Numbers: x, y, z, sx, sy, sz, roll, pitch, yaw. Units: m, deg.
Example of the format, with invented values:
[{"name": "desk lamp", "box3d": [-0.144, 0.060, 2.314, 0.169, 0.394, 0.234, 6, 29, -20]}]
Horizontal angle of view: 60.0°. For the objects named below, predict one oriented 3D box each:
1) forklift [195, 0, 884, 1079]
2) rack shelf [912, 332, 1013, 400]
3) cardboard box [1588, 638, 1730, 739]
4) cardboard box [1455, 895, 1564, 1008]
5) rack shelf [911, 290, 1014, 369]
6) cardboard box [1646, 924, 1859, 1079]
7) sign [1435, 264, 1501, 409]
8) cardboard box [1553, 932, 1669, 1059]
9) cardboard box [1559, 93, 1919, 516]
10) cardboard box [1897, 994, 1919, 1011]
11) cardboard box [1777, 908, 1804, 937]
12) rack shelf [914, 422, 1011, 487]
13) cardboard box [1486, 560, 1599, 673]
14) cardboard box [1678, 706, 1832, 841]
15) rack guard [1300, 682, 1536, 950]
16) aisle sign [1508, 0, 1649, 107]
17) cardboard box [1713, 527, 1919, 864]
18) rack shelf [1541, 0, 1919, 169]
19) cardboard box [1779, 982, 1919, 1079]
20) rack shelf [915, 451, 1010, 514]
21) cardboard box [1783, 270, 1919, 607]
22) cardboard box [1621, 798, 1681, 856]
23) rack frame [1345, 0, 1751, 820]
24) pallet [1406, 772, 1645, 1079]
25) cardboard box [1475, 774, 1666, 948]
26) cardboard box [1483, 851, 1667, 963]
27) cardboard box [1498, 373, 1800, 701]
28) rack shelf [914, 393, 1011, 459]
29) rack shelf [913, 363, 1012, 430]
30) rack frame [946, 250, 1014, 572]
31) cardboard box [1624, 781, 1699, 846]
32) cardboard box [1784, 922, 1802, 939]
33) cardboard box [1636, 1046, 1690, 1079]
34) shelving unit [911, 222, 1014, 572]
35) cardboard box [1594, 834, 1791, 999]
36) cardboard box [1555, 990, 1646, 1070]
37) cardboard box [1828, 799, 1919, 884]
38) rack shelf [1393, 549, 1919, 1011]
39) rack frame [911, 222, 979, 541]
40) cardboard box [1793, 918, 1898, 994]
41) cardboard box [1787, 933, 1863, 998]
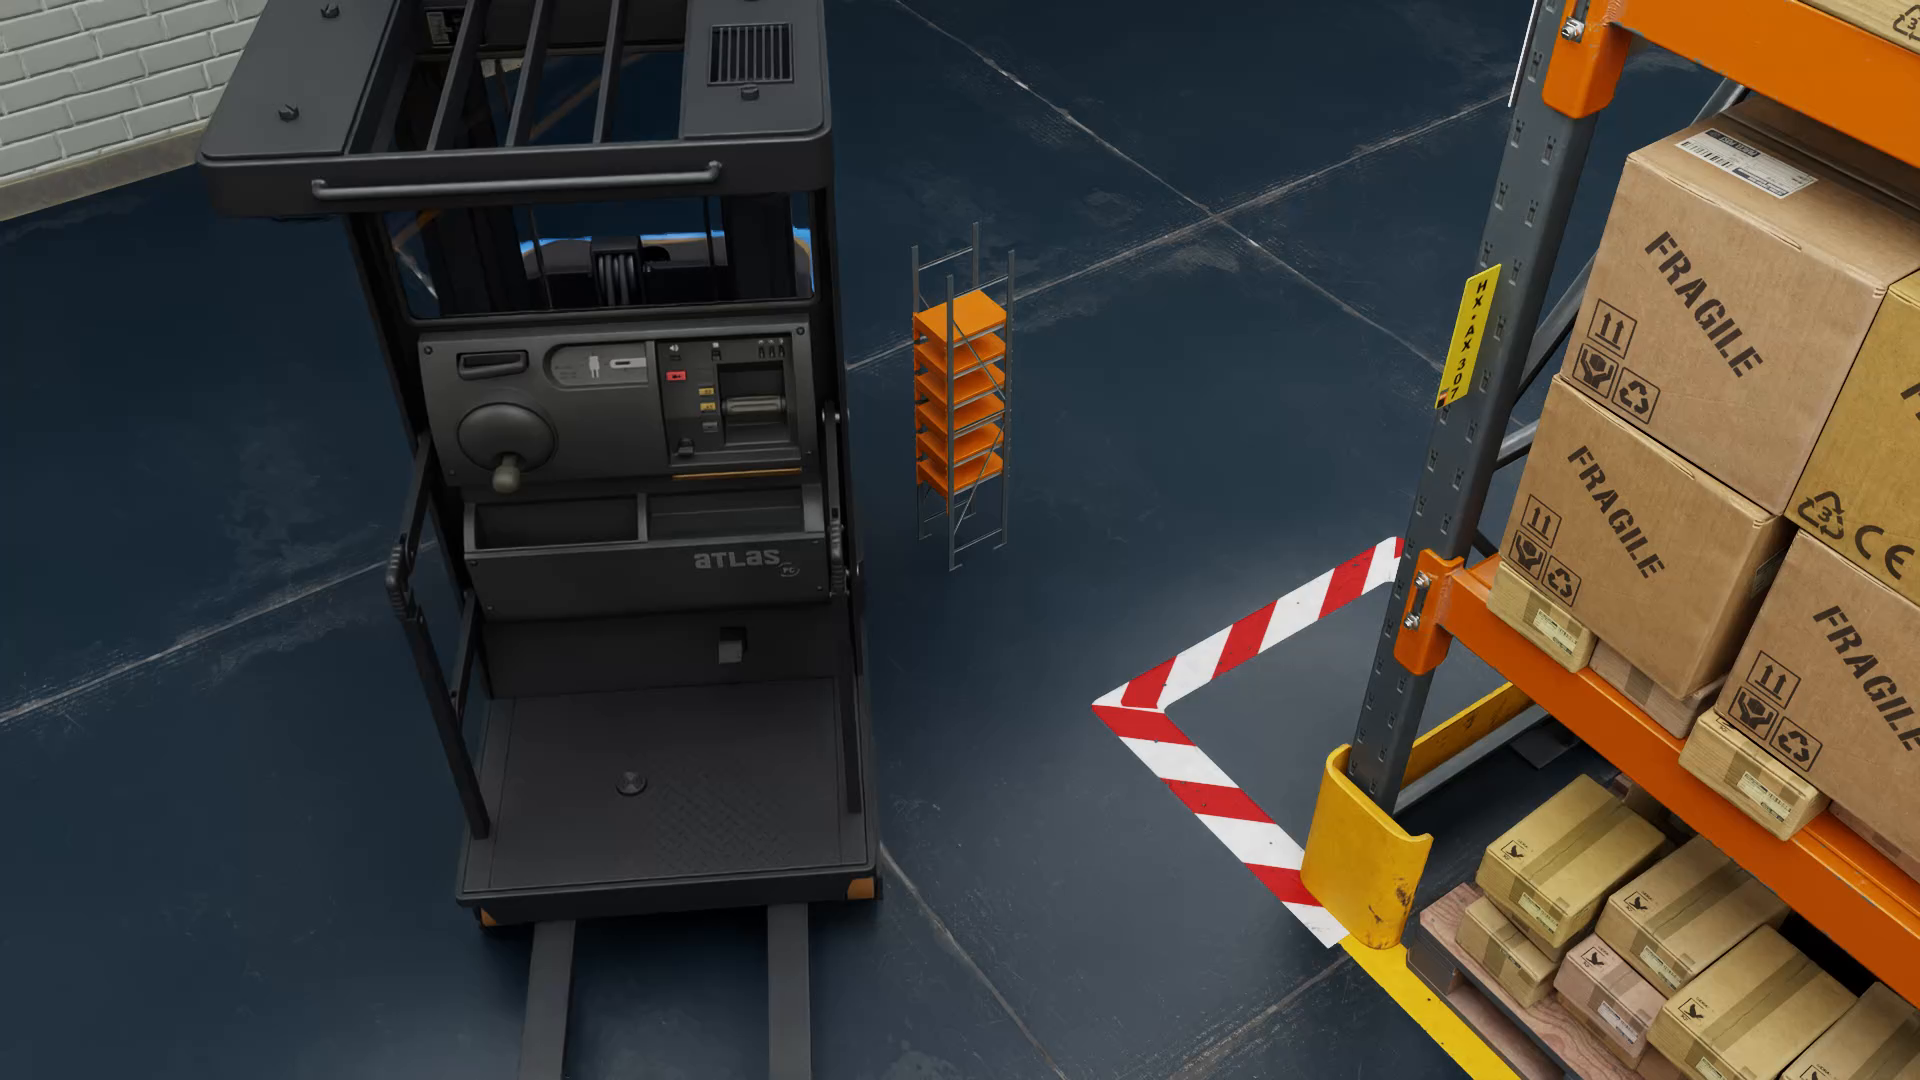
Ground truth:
[{"name": "forklift", "box3d": [-0.801, -0.238, 3.877, 1.130, 2.935, 3.031, -3, 44, -4]}, {"name": "rack shelf", "box3d": [0.008, -0.567, 5.192, 0.258, 0.103, 0.180, -26, 49, -24]}, {"name": "cardboard box", "box3d": [1.574, 0.220, 3.529, 0.380, 0.149, 0.250, -24, 49, -23]}, {"name": "cardboard box", "box3d": [1.515, 0.991, 4.300, 0.380, 0.149, 0.250, -25, 49, -24]}, {"name": "rack shelf", "box3d": [0.008, -0.654, 5.109, 0.258, 0.103, 0.180, -26, 49, -24]}, {"name": "cardboard box", "box3d": [1.794, 1.086, 3.770, 0.380, 0.149, 0.250, -26, 49, -25]}, {"name": "sign", "box3d": [1.033, -0.410, 3.380, 0.100, 0.325, 0.005, -26, 49, -24]}, {"name": "cardboard box", "box3d": [1.677, 1.036, 4.038, 0.380, 0.149, 0.250, -26, 49, -25]}, {"name": "cardboard box", "box3d": [1.517, -0.458, 3.045, 0.500, 0.500, 0.500, -26, 49, -25]}, {"name": "cardboard box", "box3d": [2.382, 1.133, 3.936, 0.380, 0.149, 0.250, -26, 50, -25]}, {"name": "cardboard box", "box3d": [2.119, 0.816, 4.268, 0.380, 0.149, 0.250, -27, 50, -25]}, {"name": "rack shelf", "box3d": [0.008, -0.307, 5.441, 0.258, 0.103, 0.180, -26, 49, -24]}, {"name": "cardboard box", "box3d": [1.394, 0.093, 3.663, 0.380, 0.149, 0.250, -26, 49, -25]}, {"name": "cardboard box", "box3d": [1.684, 0.394, 3.347, 0.380, 0.149, 0.250, -27, 50, -26]}, {"name": "rack guard", "box3d": [1.521, 0.636, 4.722, 1.175, 0.500, 0.348, -26, 49, -24]}, {"name": "aisle sign", "box3d": [1.190, -1.174, 2.925, 0.394, 0.787, 0.004, -26, 49, -24]}, {"name": "cardboard box", "box3d": [1.835, 0.201, 3.079, 0.500, 0.500, 0.500, -26, 49, -24]}, {"name": "rack shelf", "box3d": [2.622, -0.003, 1.930, 1.077, 0.370, 4.000, -26, 49, -24]}, {"name": "cardboard box", "box3d": [2.004, 1.193, 3.657, 0.380, 0.149, 0.250, -28, 50, -26]}, {"name": "rack shelf", "box3d": [0.008, -0.220, 5.524, 0.258, 0.103, 0.180, -26, 49, -24]}, {"name": "cardboard box", "box3d": [1.811, -0.174, 2.748, 0.500, 0.500, 0.500, -24, 49, -23]}, {"name": "cardboard box", "box3d": [1.950, 0.784, 4.517, 0.380, 0.149, 0.250, -25, 49, -24]}, {"name": "rack frame", "box3d": [1.478, -0.311, 3.904, 1.000, 3.000, 0.127, -26, 49, -24]}, {"name": "pallet", "box3d": [1.957, 1.215, 4.325, 1.003, 0.211, 1.213, -26, 49, -24]}, {"name": "cardboard box", "box3d": [1.499, 0.784, 4.086, 0.380, 0.149, 0.250, -28, 50, -26]}, {"name": "cardboard box", "box3d": [1.567, 0.859, 4.223, 0.380, 0.149, 0.250, -24, 49, -23]}, {"name": "cardboard box", "box3d": [1.508, -0.092, 3.386, 0.500, 0.500, 0.500, -23, 48, -23]}, {"name": "rack shelf", "box3d": [0.008, -0.394, 5.358, 0.258, 0.103, 0.180, -26, 49, -24]}, {"name": "rack shelf", "box3d": [0.008, -0.480, 5.275, 0.258, 0.103, 0.180, -26, 49, -24]}, {"name": "rack frame", "box3d": [0.061, -0.374, 5.273, 0.240, 1.200, 0.006, -26, 49, -24]}, {"name": "cardboard box", "box3d": [2.014, 0.647, 4.445, 0.380, 0.149, 0.250, -27, 50, -25]}, {"name": "cardboard box", "box3d": [2.180, 0.889, 4.407, 0.380, 0.149, 0.250, -24, 49, -23]}, {"name": "cardboard box", "box3d": [1.880, 1.245, 4.034, 0.380, 0.149, 0.250, -25, 49, -24]}, {"name": "shelving unit", "box3d": [0.008, -0.426, 5.327, 0.258, 1.200, 0.189, -26, 49, -24]}, {"name": "cardboard box", "box3d": [1.755, 0.892, 3.973, 0.380, 0.149, 0.250, -25, 49, -24]}, {"name": "cardboard box", "box3d": [1.732, 1.107, 4.178, 0.380, 0.149, 0.250, -26, 49, -25]}, {"name": "cardboard box", "box3d": [1.945, 0.487, 3.250, 0.380, 0.149, 0.250, -23, 48, -23]}, {"name": "rack shelf", "box3d": [2.622, 1.082, 2.966, 1.077, 0.370, 4.000, -26, 49, -24]}, {"name": "rack frame", "box3d": [-0.044, -0.478, 5.381, 0.240, 1.200, 0.006, -26, 49, -24]}, {"name": "cardboard box", "box3d": [2.313, 0.940, 4.138, 0.380, 0.149, 0.250, -28, 50, -26]}, {"name": "cardboard box", "box3d": [2.261, 1.073, 4.214, 0.380, 0.149, 0.250, -26, 49, -25]}]
